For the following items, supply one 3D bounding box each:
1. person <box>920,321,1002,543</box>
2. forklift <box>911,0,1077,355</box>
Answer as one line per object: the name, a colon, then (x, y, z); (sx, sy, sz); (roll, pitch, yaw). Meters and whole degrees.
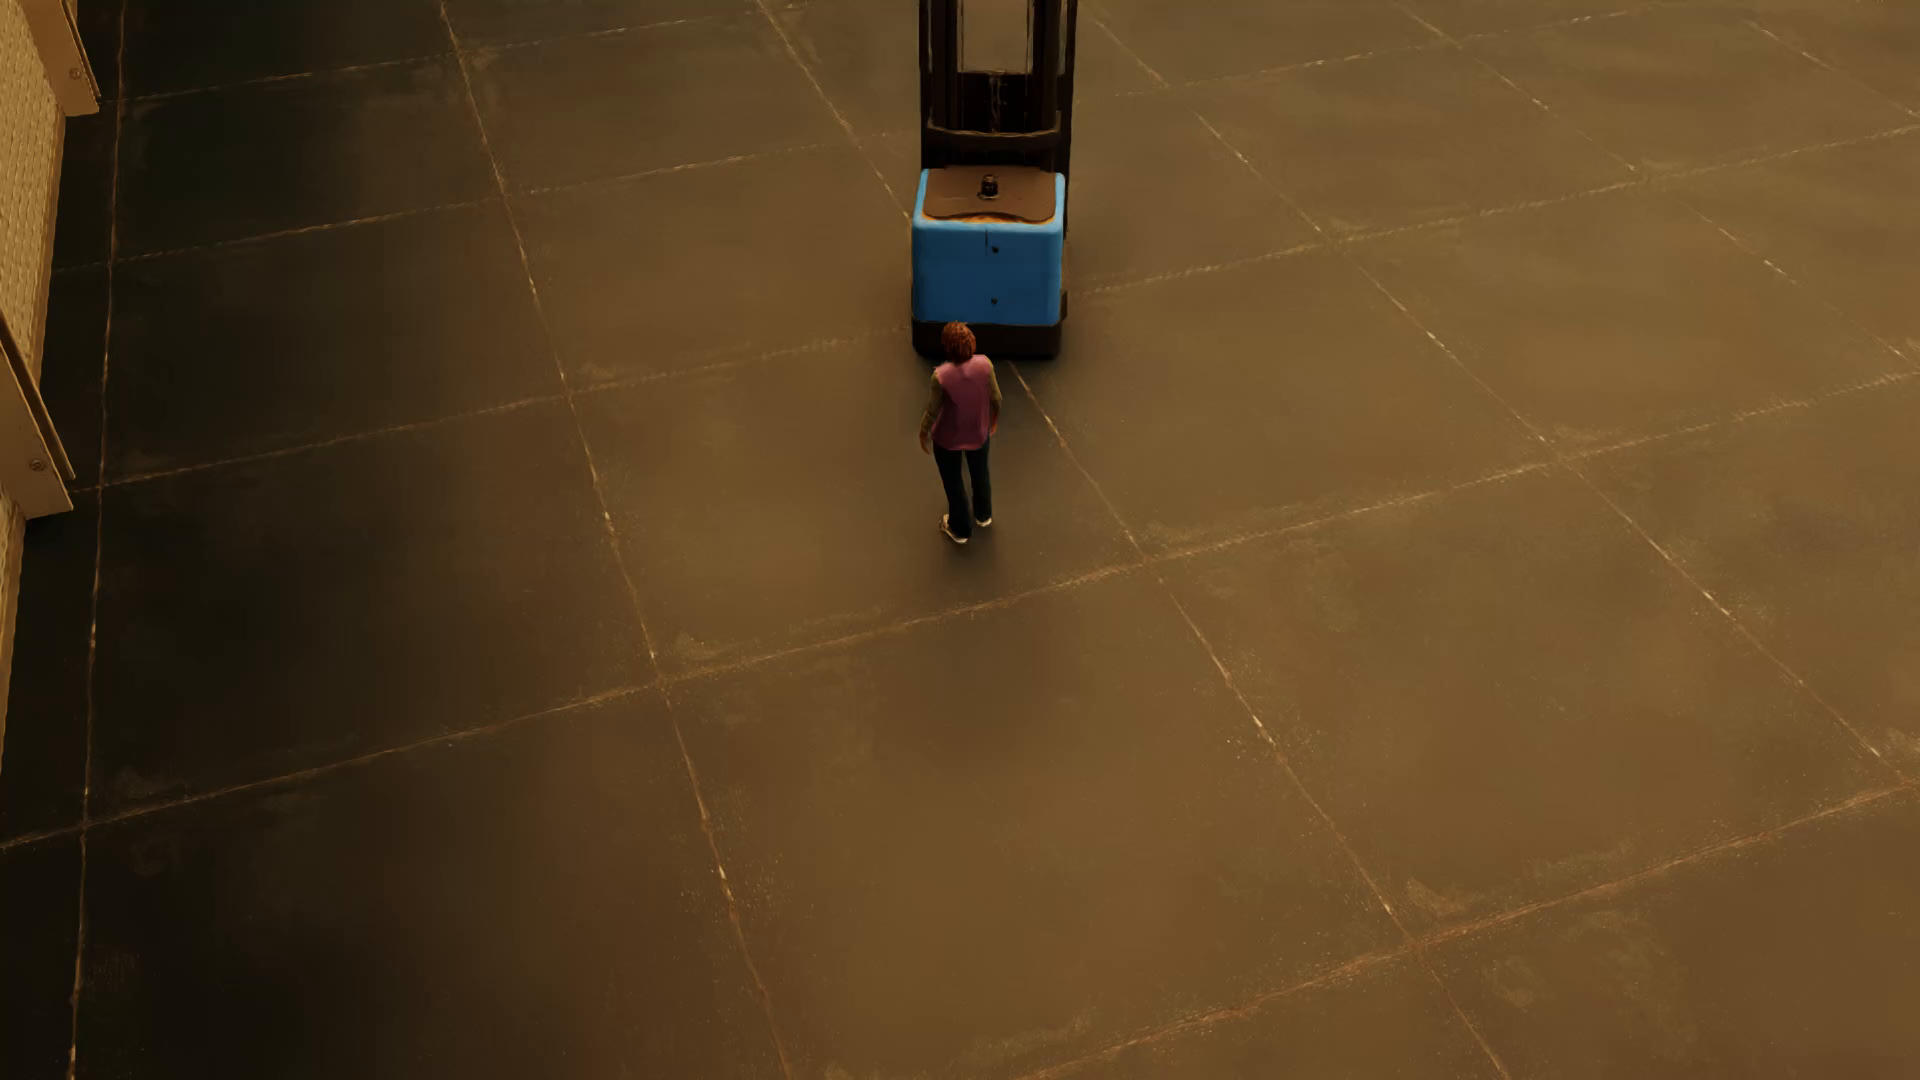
person: (-0.013, -0.665, 9.815); (0.520, 1.597, 0.474); (-13, 42, -15)
forklift: (0.276, -3.359, 11.997); (1.130, 2.935, 3.031); (2, 40, 3)
